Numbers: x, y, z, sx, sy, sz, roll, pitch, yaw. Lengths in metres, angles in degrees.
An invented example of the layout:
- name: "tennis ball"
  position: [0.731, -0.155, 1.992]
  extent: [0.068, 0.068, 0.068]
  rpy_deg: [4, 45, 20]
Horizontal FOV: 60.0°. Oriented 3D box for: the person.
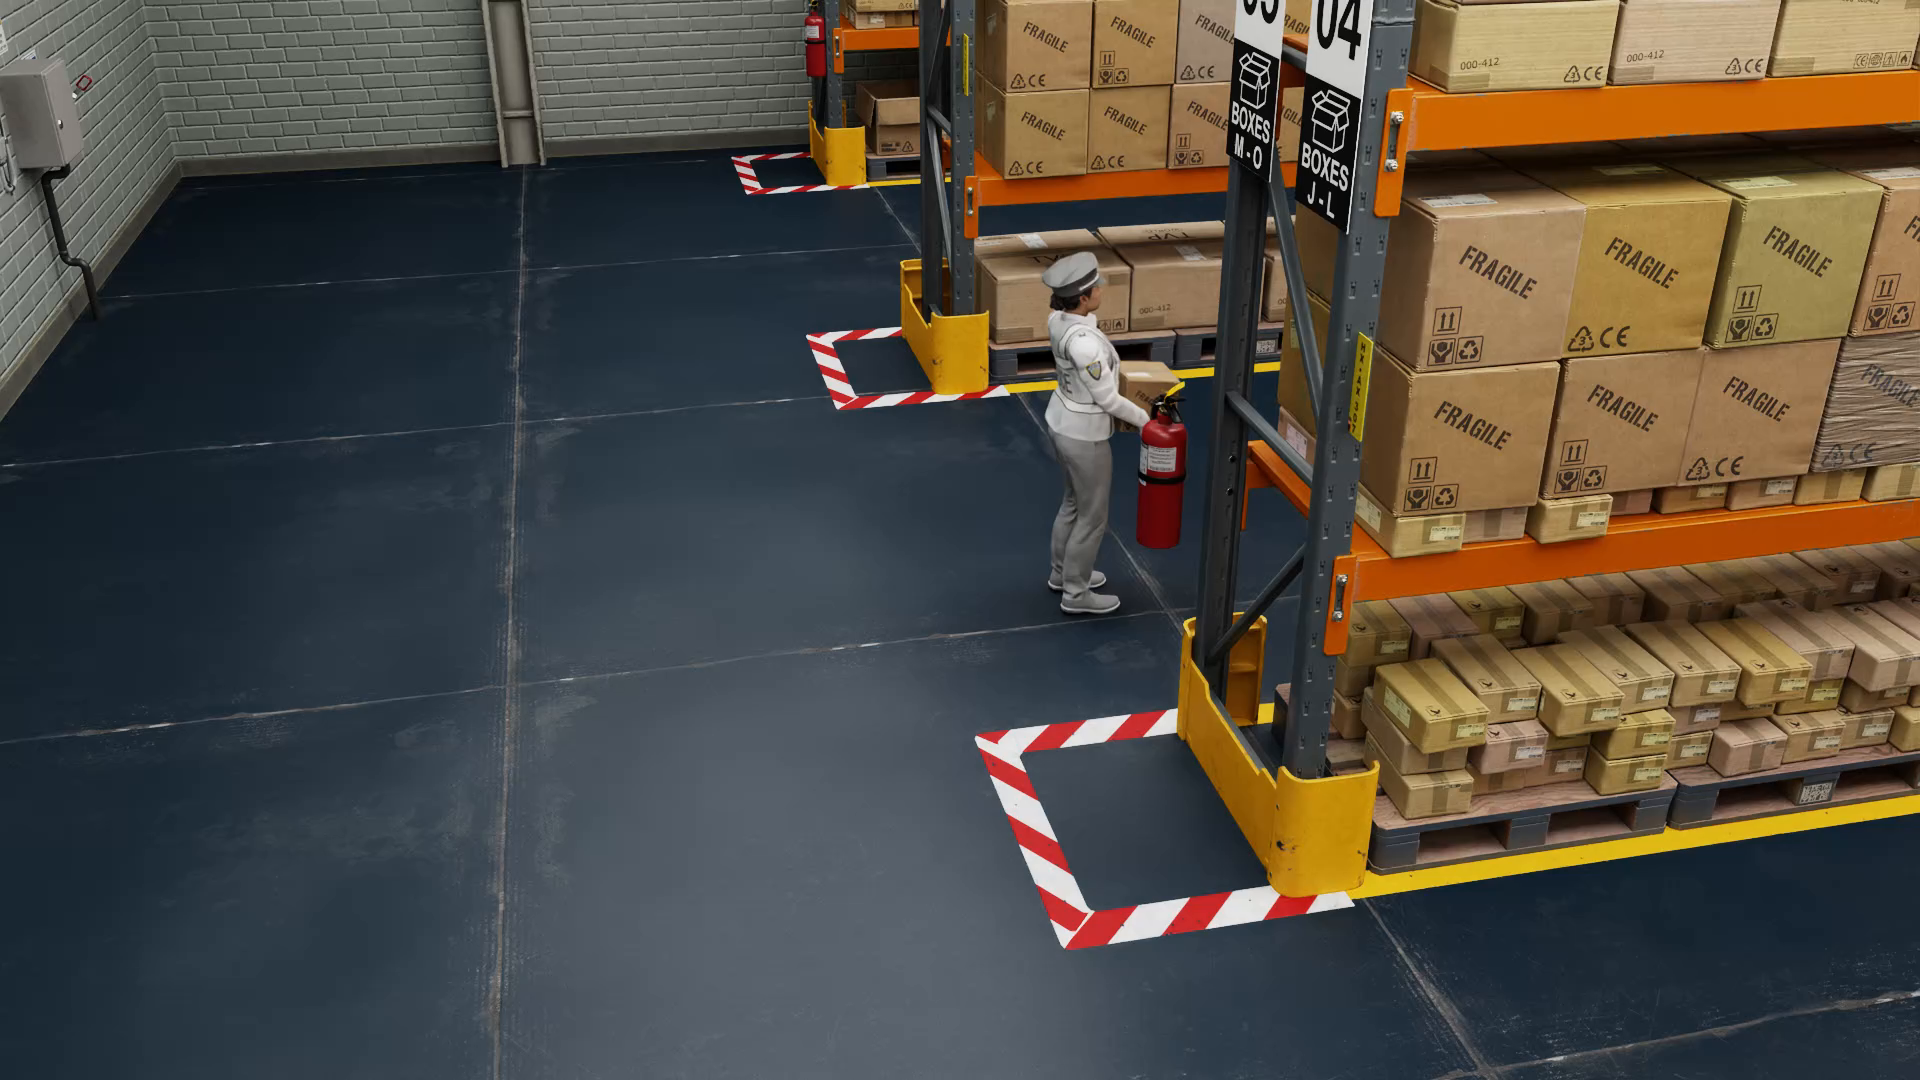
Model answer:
- name: "person"
  position: [0.629, -0.481, 7.542]
  extent: [0.540, 1.689, 0.460]
  rpy_deg: [-6, 27, -11]
